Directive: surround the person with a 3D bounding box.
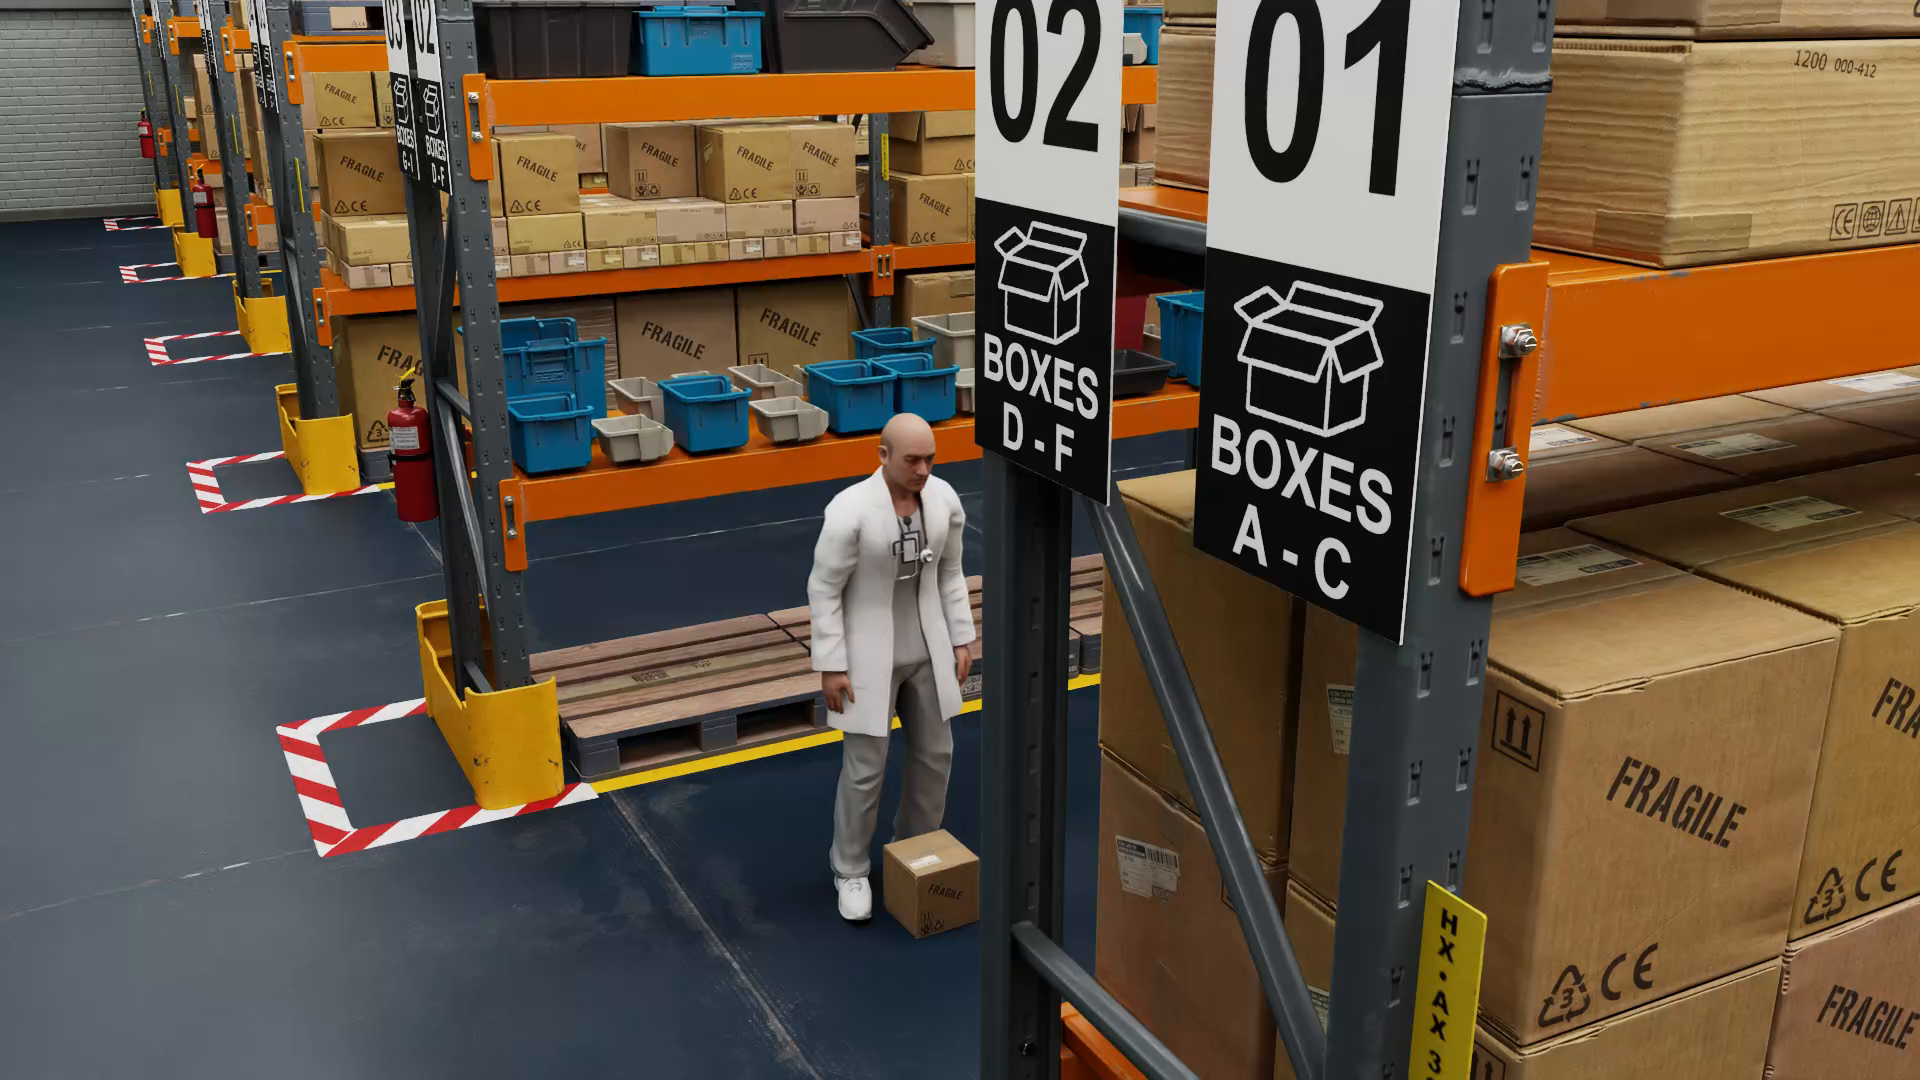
[{"bbox_3d":[-0.221,0.415,5.820,0.644,1.772,0.429,-11,21,-30],"label":"person"}]
